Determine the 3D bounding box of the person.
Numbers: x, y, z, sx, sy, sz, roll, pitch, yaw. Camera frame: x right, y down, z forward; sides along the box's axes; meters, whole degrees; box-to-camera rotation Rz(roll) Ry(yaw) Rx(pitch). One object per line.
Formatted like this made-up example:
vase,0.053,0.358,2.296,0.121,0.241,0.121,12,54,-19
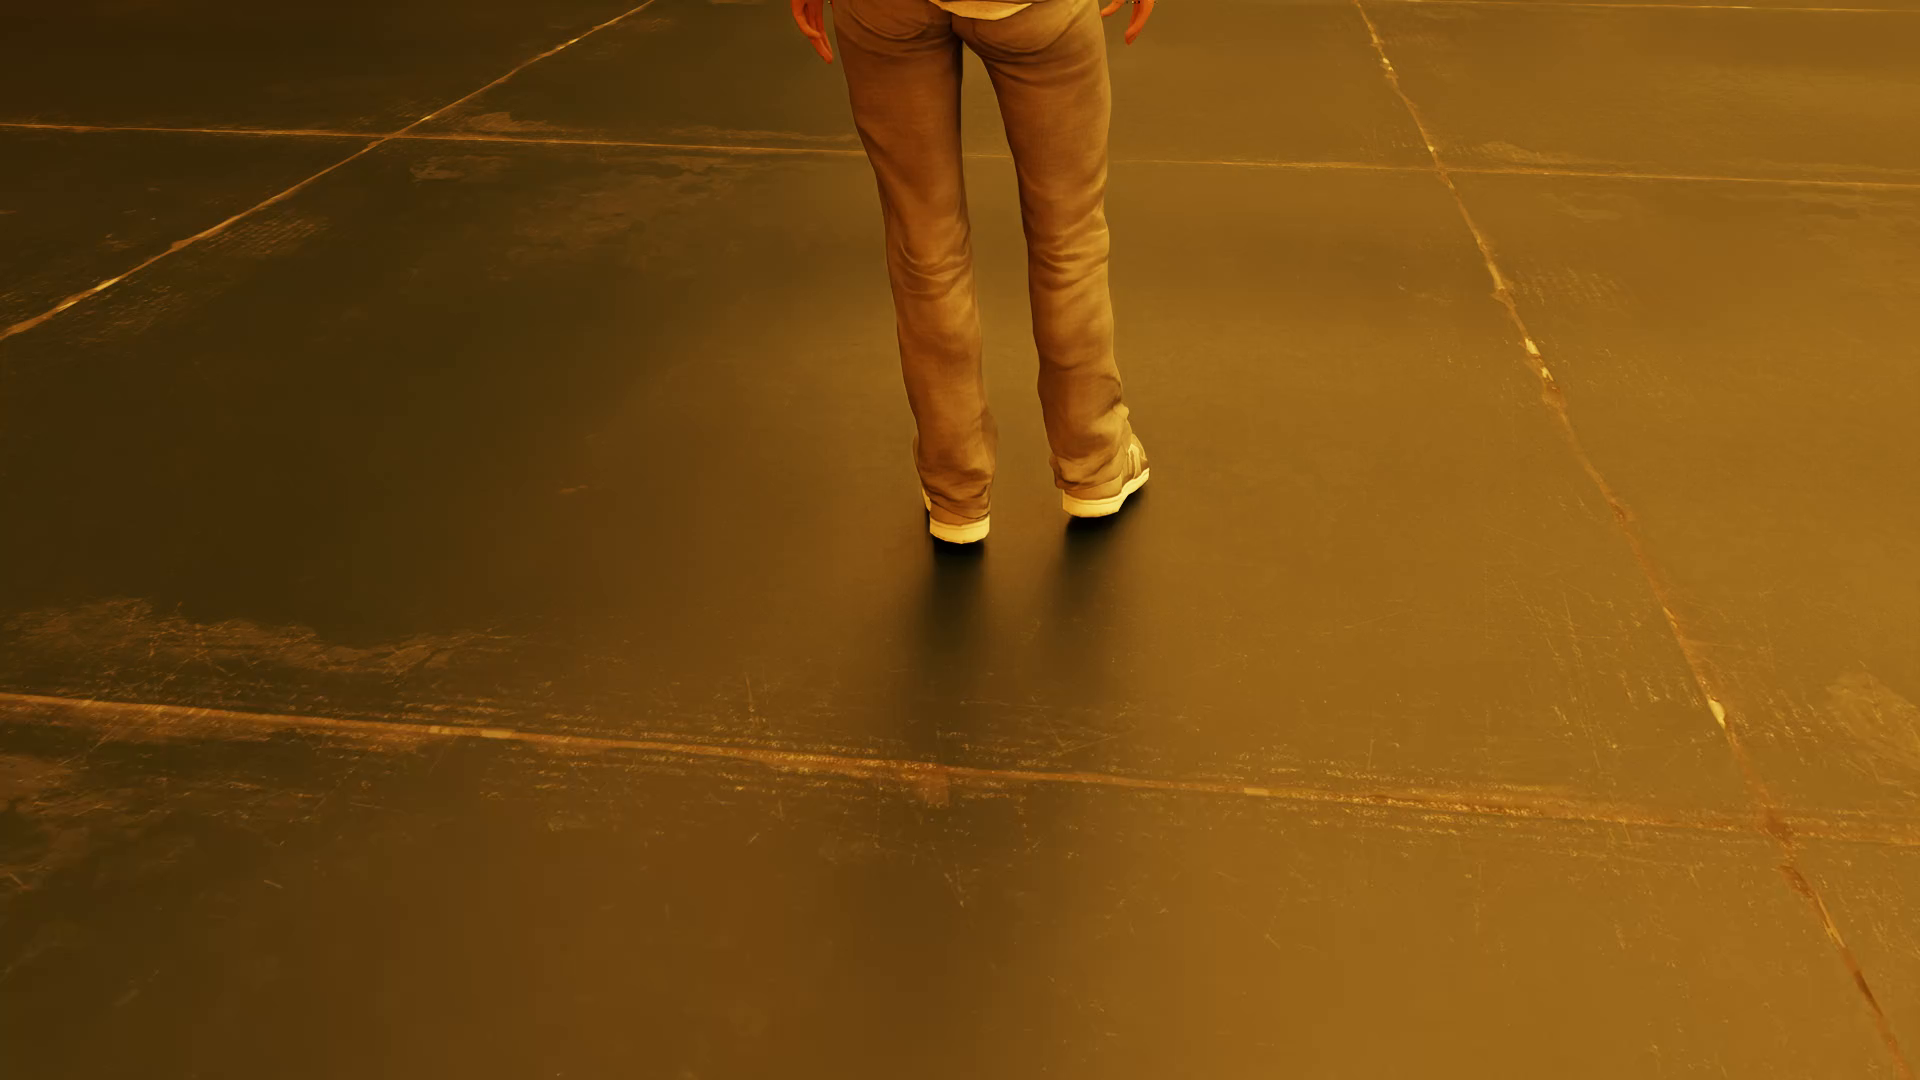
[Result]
person,0.024,-0.747,2.208,0.520,1.585,0.473,3,27,7
